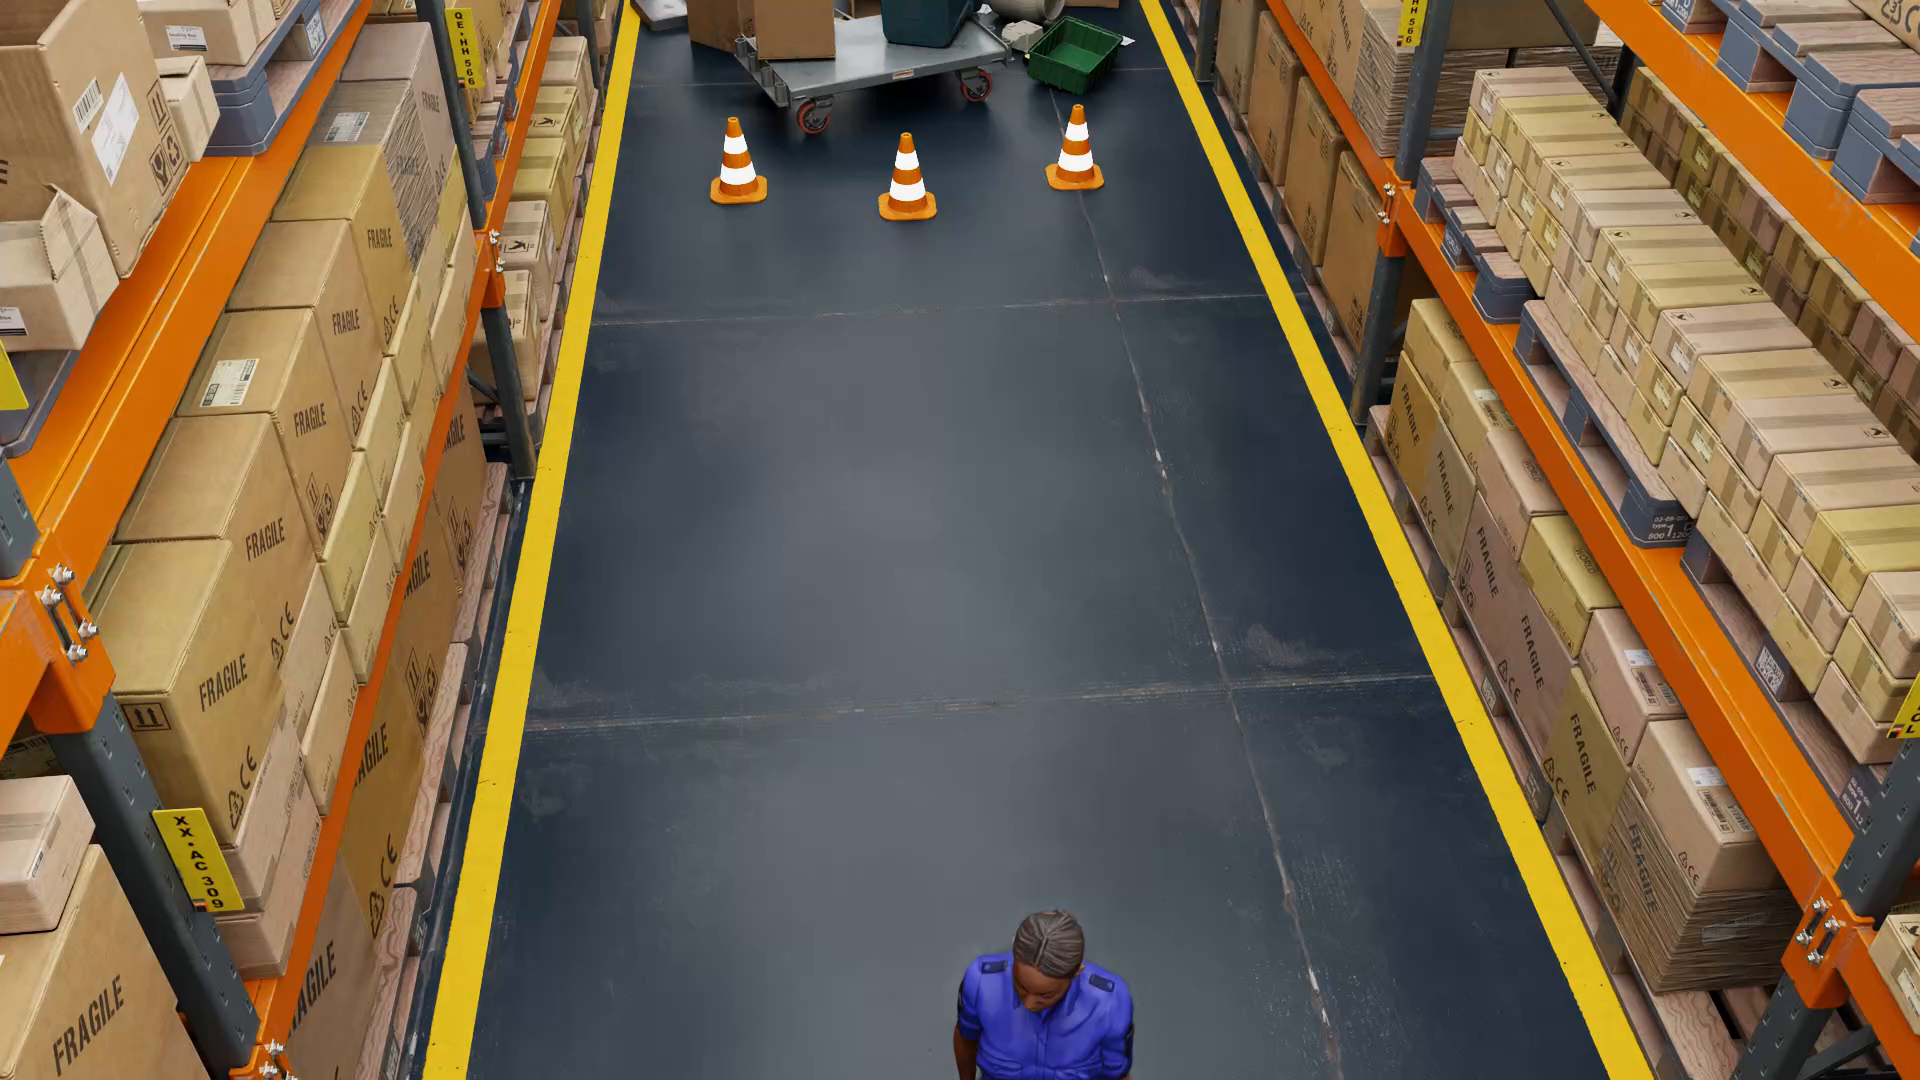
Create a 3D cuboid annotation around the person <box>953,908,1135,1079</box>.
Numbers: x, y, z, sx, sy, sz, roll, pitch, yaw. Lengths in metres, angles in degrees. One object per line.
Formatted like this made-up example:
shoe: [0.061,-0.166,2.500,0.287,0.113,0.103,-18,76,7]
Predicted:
person: [0.201,1.531,4.302,0.453,1.710,0.626,3,39,4]
